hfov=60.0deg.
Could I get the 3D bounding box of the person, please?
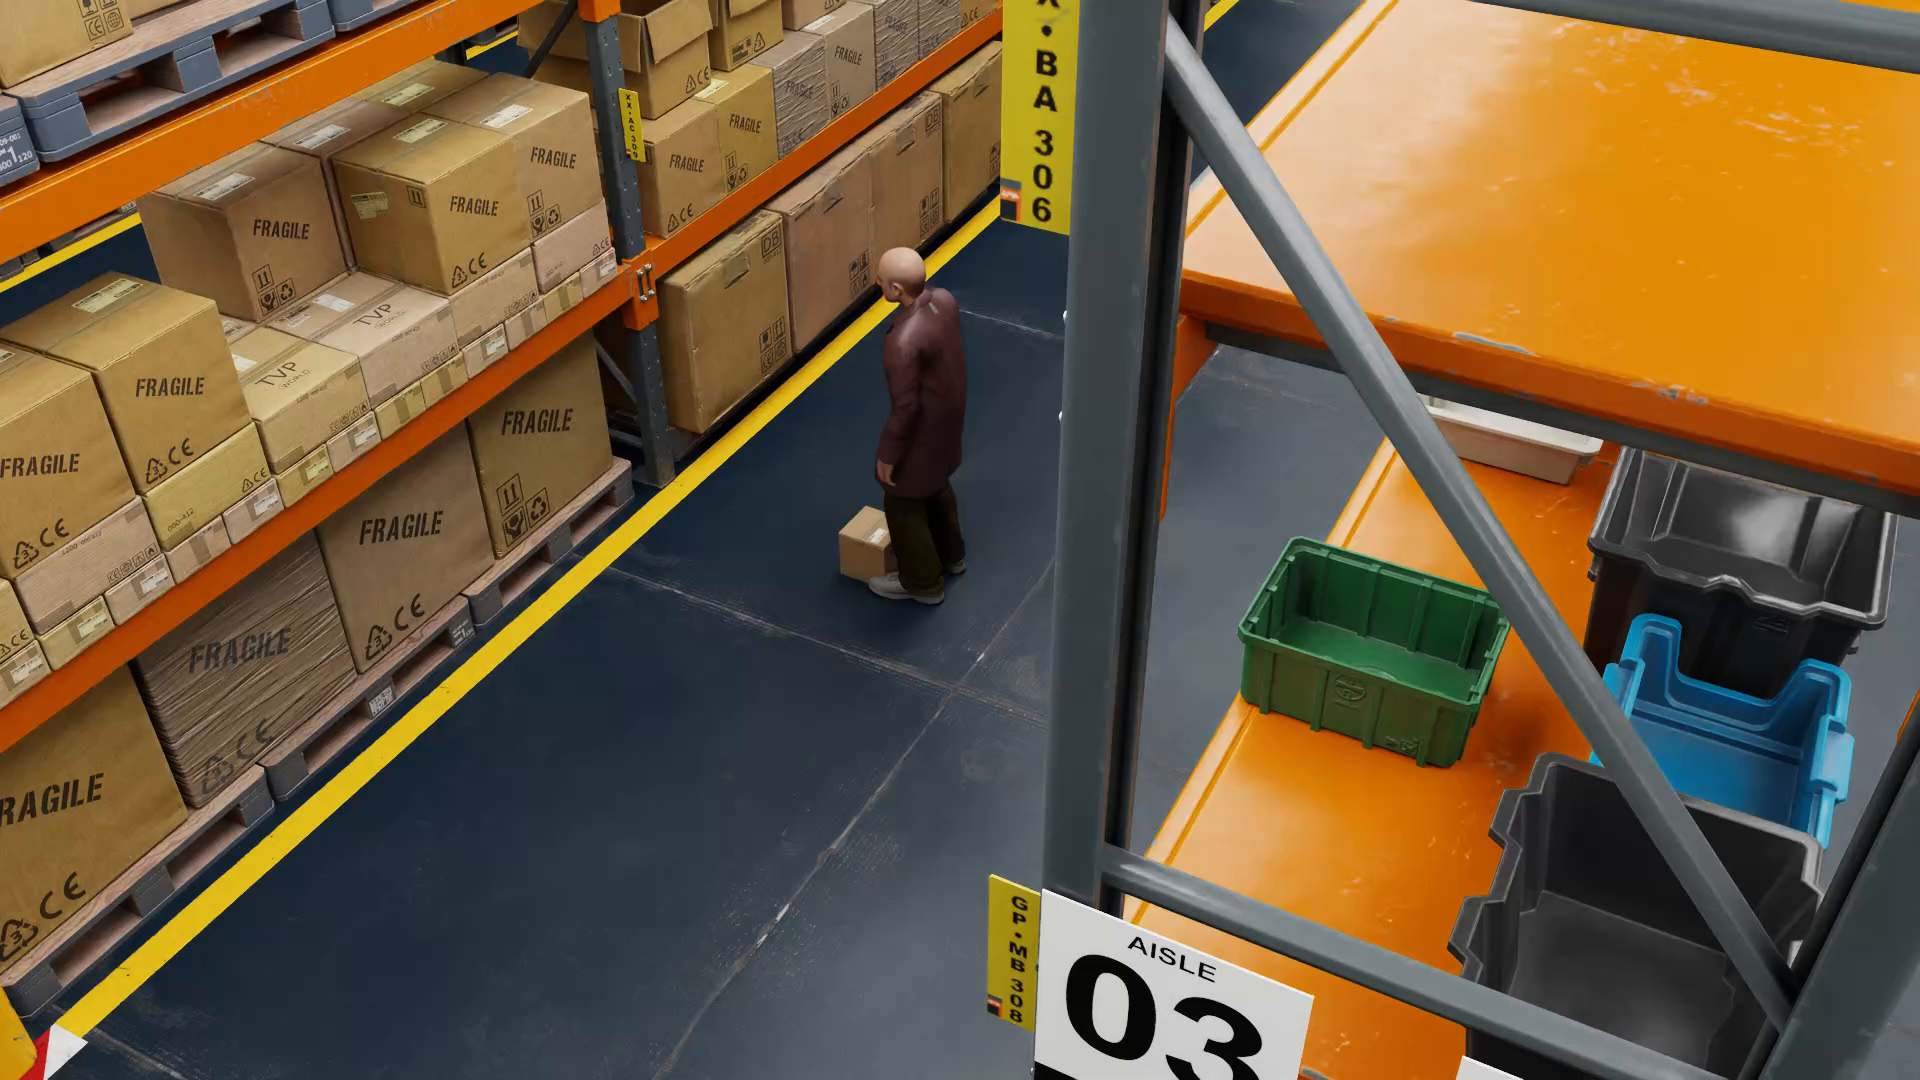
[{"bbox_3d":[-0.190,-0.496,7.410,0.423,1.774,0.653,15,40,19],"label":"person"}]
